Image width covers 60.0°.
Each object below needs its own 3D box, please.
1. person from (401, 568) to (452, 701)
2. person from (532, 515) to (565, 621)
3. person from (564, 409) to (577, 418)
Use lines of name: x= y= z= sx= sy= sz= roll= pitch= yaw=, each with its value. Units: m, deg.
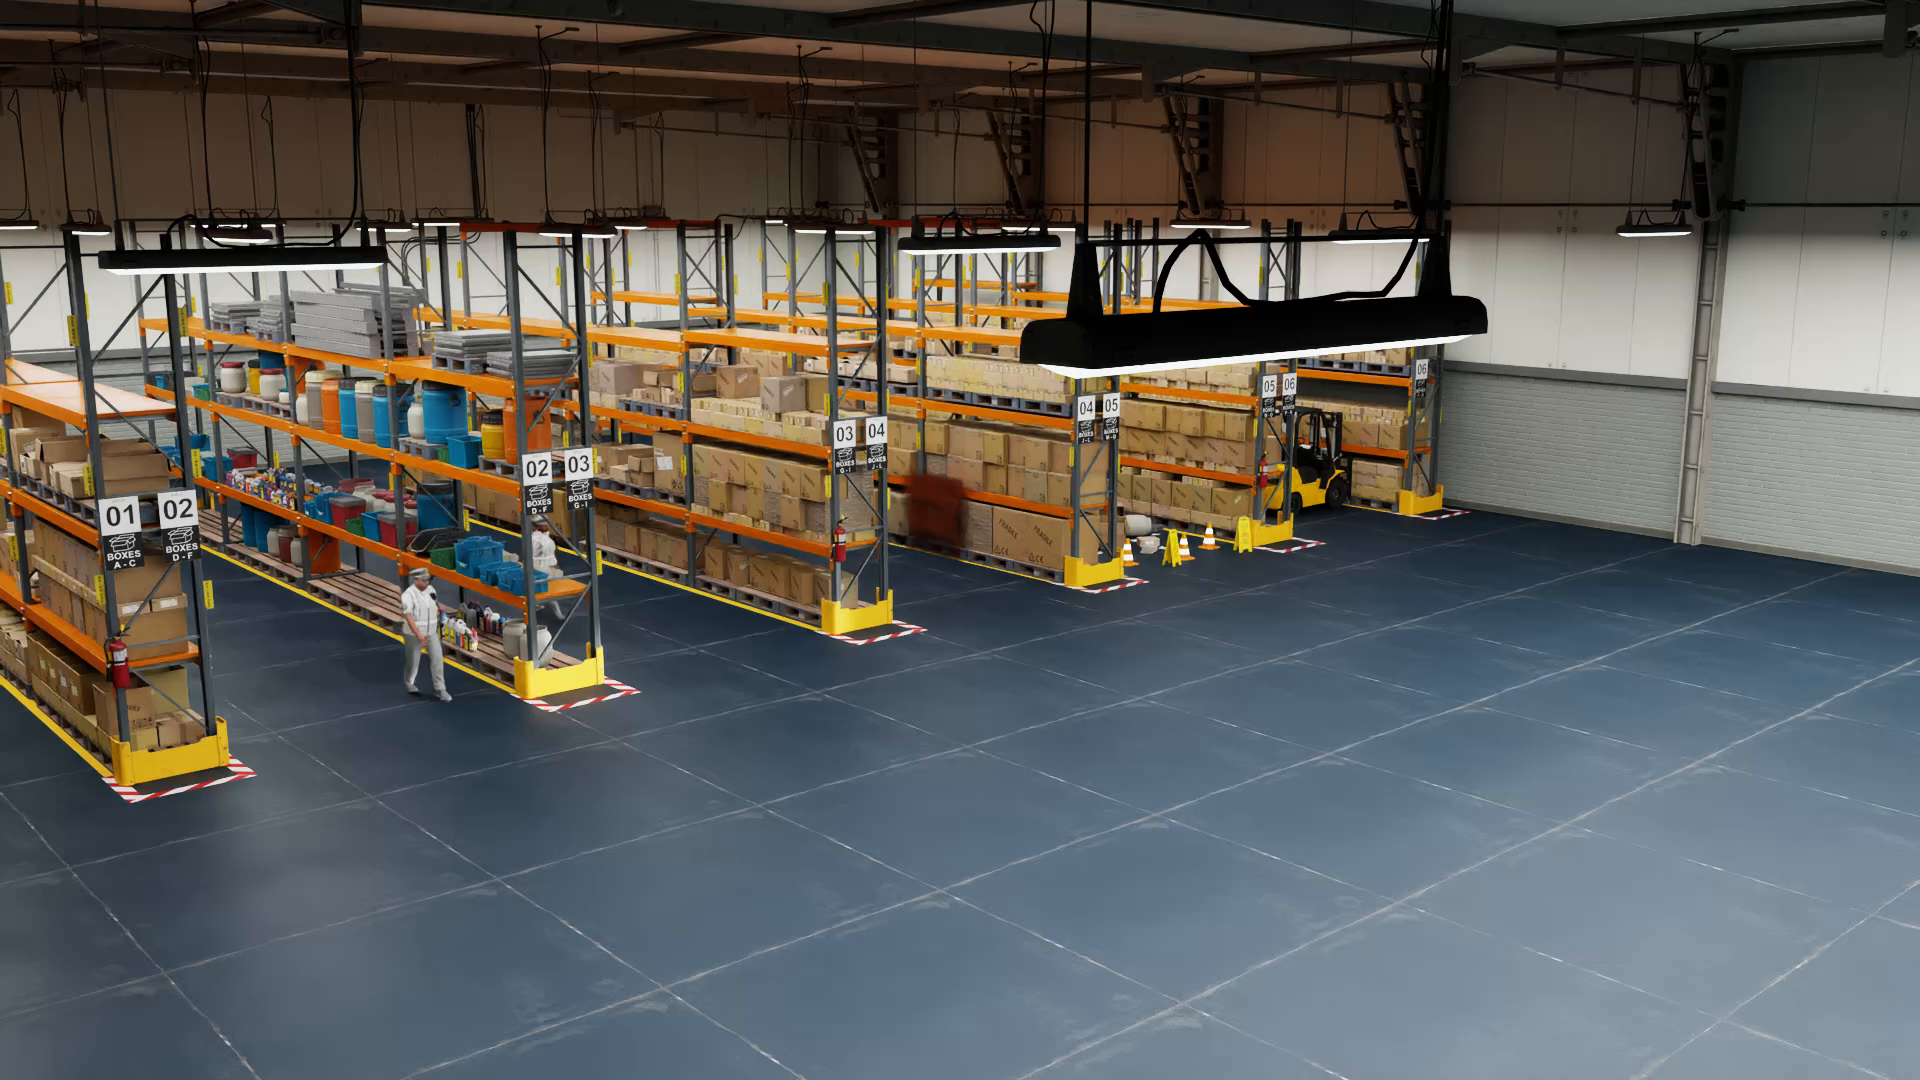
person: x=-6.951 y=1.197 z=21.591 sx=0.969 sy=1.706 sz=0.528 roll=10 pitch=15 yaw=41
person: x=-6.417 y=0.411 z=25.711 sx=1.019 sy=1.605 sz=0.564 roll=8 pitch=14 yaw=35
person: x=-9.787 y=-2.856 z=41.686 sx=1.171 sy=1.716 sz=0.543 roll=-5 pitch=12 yaw=-23
